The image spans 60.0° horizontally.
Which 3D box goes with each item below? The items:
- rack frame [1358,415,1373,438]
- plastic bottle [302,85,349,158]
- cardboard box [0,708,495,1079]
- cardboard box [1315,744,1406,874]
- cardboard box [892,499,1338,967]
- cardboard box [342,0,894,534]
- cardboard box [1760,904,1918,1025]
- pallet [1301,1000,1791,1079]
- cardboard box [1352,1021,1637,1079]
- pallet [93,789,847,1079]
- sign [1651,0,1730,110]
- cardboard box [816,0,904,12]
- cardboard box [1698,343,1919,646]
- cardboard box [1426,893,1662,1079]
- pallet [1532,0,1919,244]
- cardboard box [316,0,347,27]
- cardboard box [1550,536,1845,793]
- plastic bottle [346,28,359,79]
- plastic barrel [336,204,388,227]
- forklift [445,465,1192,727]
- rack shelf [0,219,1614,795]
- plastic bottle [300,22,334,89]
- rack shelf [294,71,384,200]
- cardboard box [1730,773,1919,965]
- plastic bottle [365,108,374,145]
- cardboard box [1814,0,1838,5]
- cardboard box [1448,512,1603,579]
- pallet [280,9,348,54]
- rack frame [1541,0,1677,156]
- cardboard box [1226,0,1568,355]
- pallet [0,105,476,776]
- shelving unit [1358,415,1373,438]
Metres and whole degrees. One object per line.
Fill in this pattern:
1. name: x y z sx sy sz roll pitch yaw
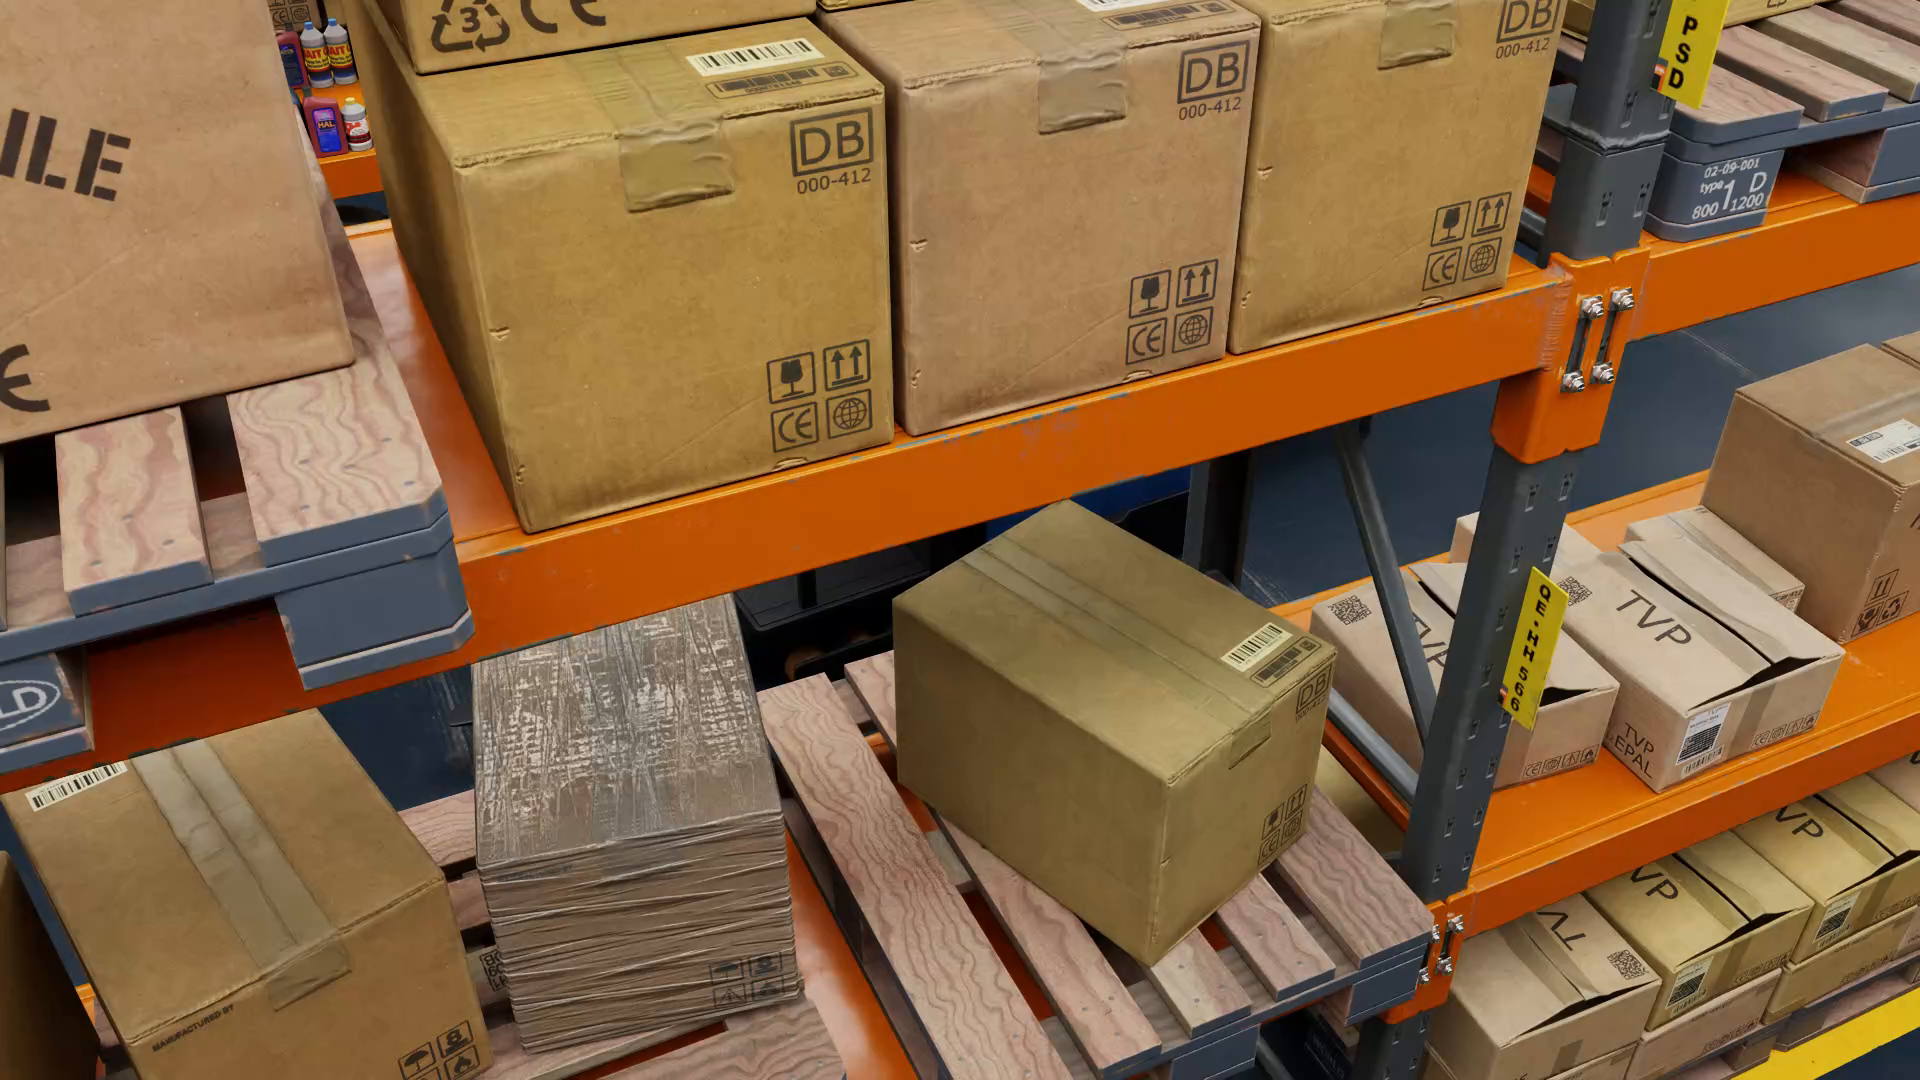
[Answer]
1. rack frame: 1.677 -1.186 7.091 0.032 1.500 0.500 -19 40 -23
2. plastic bottle: -2.512 -1.658 6.566 0.133 0.283 0.061 -16 39 -20
3. cardboard box: -1.239 0.668 2.895 0.500 0.500 0.700 -26 44 -31
4. cardboard box: 1.179 0.790 4.651 0.500 0.311 0.500 -15 39 -19
5. cardboard box: 0.287 0.357 3.315 0.500 0.500 0.700 -30 46 -34
6. cardboard box: -0.504 -0.510 2.318 0.500 0.500 0.910 -16 39 -20
7. cardboard box: 2.331 1.044 4.780 0.500 0.250 0.500 -17 40 -21
8. pallet: 1.571 1.278 4.850 1.213 0.211 1.003 -16 39 -20
9. cardboard box: 1.408 1.307 4.426 0.500 0.250 0.500 -16 39 -20
10. pallet: -0.949 0.917 3.157 1.213 0.211 1.003 -16 39 -20
11. sign: 1.038 -0.774 2.324 0.005 0.325 0.100 -16 39 -20
12. cardboard box: -0.050 -1.065 2.227 0.500 0.500 0.500 -16 39 -20
13. cardboard box: 2.321 -0.128 4.321 0.500 0.500 0.500 -18 40 -22
14. cardboard box: 1.408 1.081 4.259 0.500 0.311 0.500 -14 39 -18
15. pallet: 1.386 -1.004 3.226 1.003 0.211 1.213 -14 39 -18
16. cardboard box: -4.030 -4.150 11.258 0.875 0.875 1.225 -17 40 -22
17. cardboard box: 1.701 0.259 3.958 0.500 0.311 0.500 -16 39 -20
18. plastic bottle: -2.589 -2.160 7.242 0.133 0.283 0.061 -16 39 -20
19. plastic barrel: -2.750 -1.108 7.398 0.708 0.588 0.600 -16 39 -20
20. forklift: -0.546 -0.993 5.629 3.031 2.935 1.130 -19 40 -23
21. rack shelf: -1.001 -0.064 2.405 4.000 0.370 1.077 -16 39 -20
22. plastic bottle: -2.774 -2.092 7.160 0.097 0.271 0.097 0 37 0
23. rack shelf: -3.102 -1.532 6.901 4.000 0.370 1.077 -16 39 -20
24. cardboard box: 2.343 0.816 4.617 0.500 0.311 0.500 -17 40 -21
25. plastic bottle: -2.327 -1.689 6.676 0.097 0.201 0.097 0 37 0
26. cardboard box: 1.663 -1.256 3.180 0.500 0.250 0.500 -15 39 -19
27. cardboard box: 1.506 0.069 4.349 0.250 0.149 0.380 -16 39 -20
28. pallet: -4.142 -3.719 11.587 1.213 0.211 1.003 -16 39 -20
29. rack frame: 0.809 -2.064 1.980 0.127 3.000 1.000 -16 39 -20
30. cardboard box: 0.429 -0.771 2.670 0.500 0.500 0.910 -16 39 -20
31. pallet: -1.254 -0.163 2.092 1.003 0.211 1.213 -16 39 -20
32. shelving unit: 1.234 -1.038 6.890 1.048 1.500 0.538 -19 40 -23
